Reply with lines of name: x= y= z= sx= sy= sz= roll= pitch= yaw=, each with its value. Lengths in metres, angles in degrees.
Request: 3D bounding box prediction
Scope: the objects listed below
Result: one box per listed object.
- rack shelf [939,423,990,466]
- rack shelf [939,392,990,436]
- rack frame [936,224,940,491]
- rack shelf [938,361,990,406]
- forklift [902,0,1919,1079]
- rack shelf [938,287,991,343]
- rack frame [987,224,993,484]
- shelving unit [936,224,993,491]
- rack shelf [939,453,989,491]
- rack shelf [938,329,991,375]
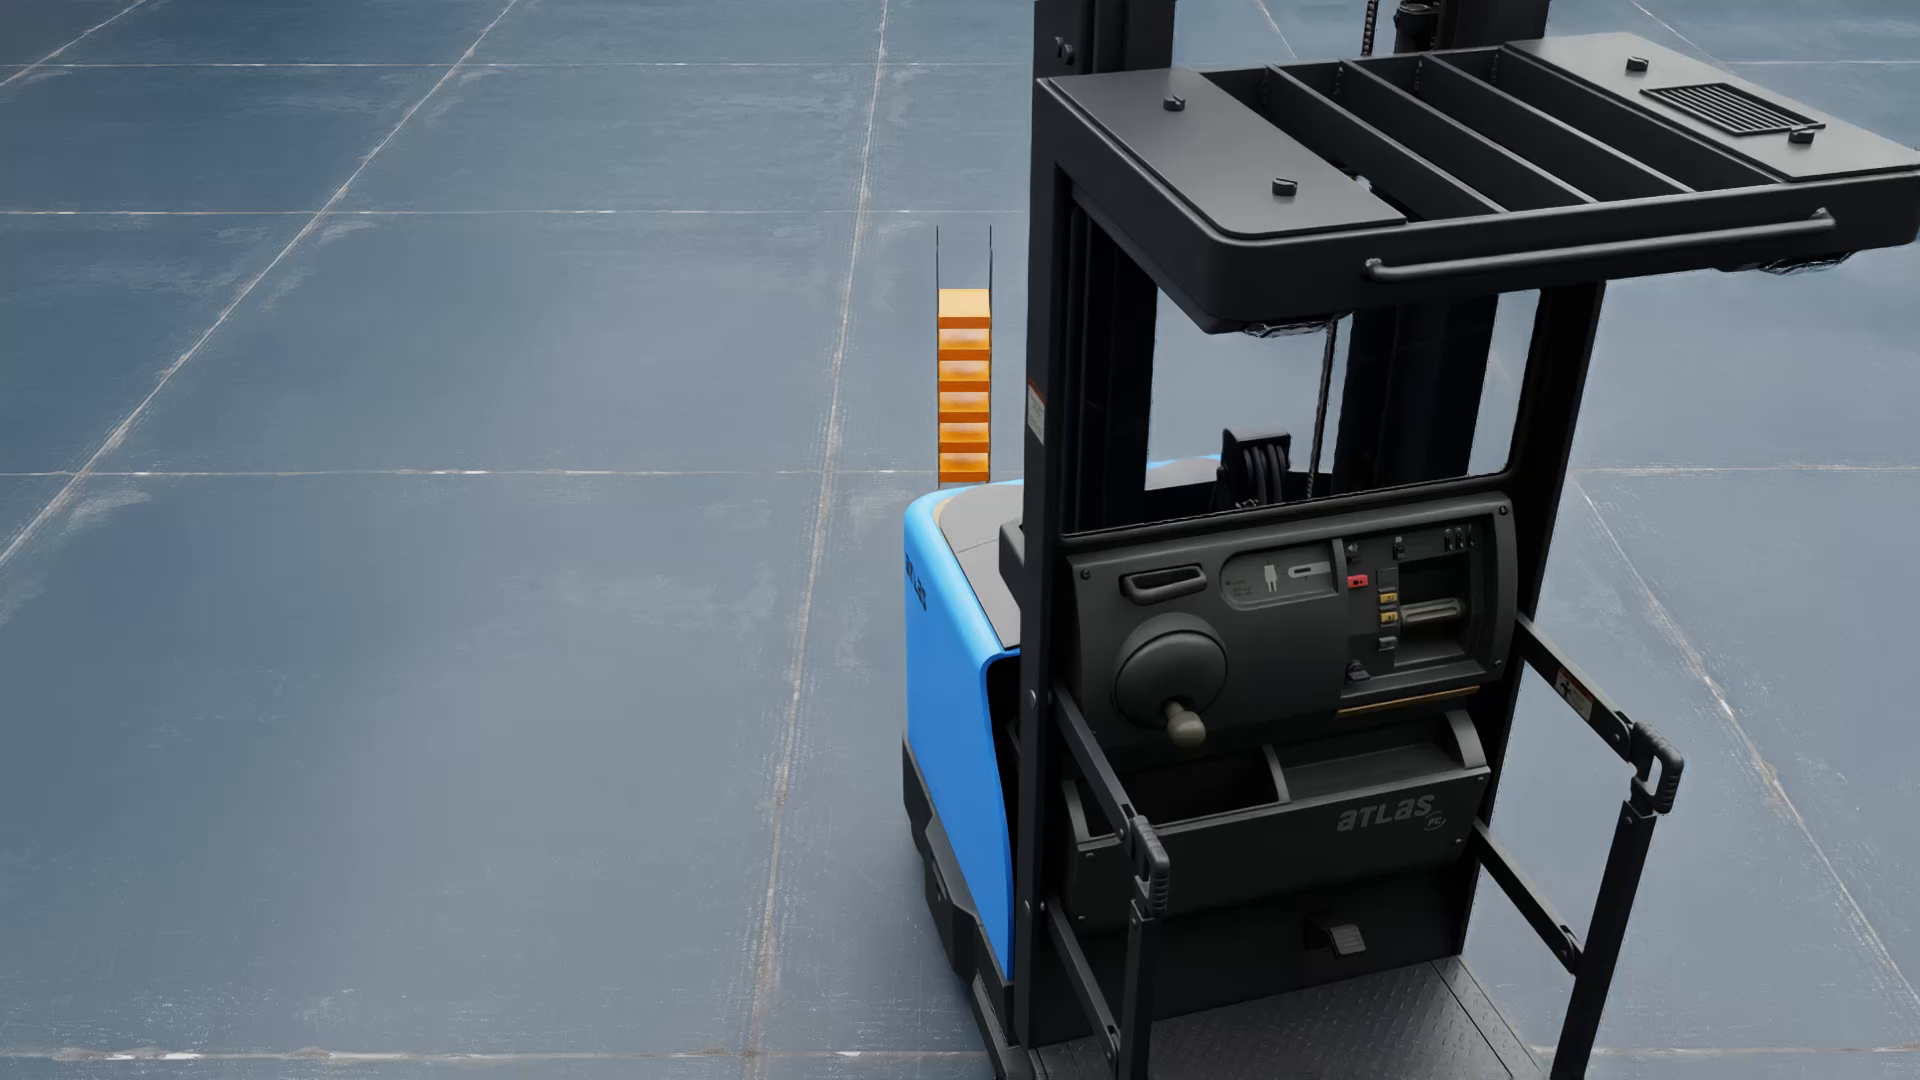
rack shelf: x=0.014 y=-0.372 z=6.024 sx=0.180 sy=0.103 sz=0.258 roll=0 pitch=31 yaw=0
rack shelf: x=0.014 y=-0.475 z=5.962 sx=0.180 sy=0.103 sz=0.258 roll=0 pitch=31 yaw=0
rack frame: x=-0.077 y=-0.513 z=5.938 sx=0.006 sy=1.200 sz=0.240 roll=0 pitch=31 yaw=0
rack shelf: x=0.014 y=-0.578 z=5.900 sx=0.180 sy=0.103 sz=0.258 roll=0 pitch=31 yaw=0
forklift: x=0.725 y=0.211 z=3.077 sx=1.130 sy=2.935 sz=3.031 roll=-8 pitch=32 yaw=-13
rack shelf: x=0.014 y=-0.783 z=5.775 sx=0.180 sy=0.103 sz=0.258 roll=0 pitch=31 yaw=0
rack frame: x=0.106 y=-0.513 z=5.939 sx=0.006 sy=1.200 sz=0.240 roll=0 pitch=31 yaw=0
shelving unit: x=0.014 y=-0.513 z=5.939 sx=0.189 sy=1.200 sz=0.258 roll=0 pitch=31 yaw=0
rack shelf: x=0.014 y=-0.270 z=6.086 sx=0.180 sy=0.103 sz=0.258 roll=0 pitch=31 yaw=0
rack shelf: x=0.014 y=-0.680 z=5.837 sx=0.180 sy=0.103 sz=0.258 roll=0 pitch=31 yaw=0
